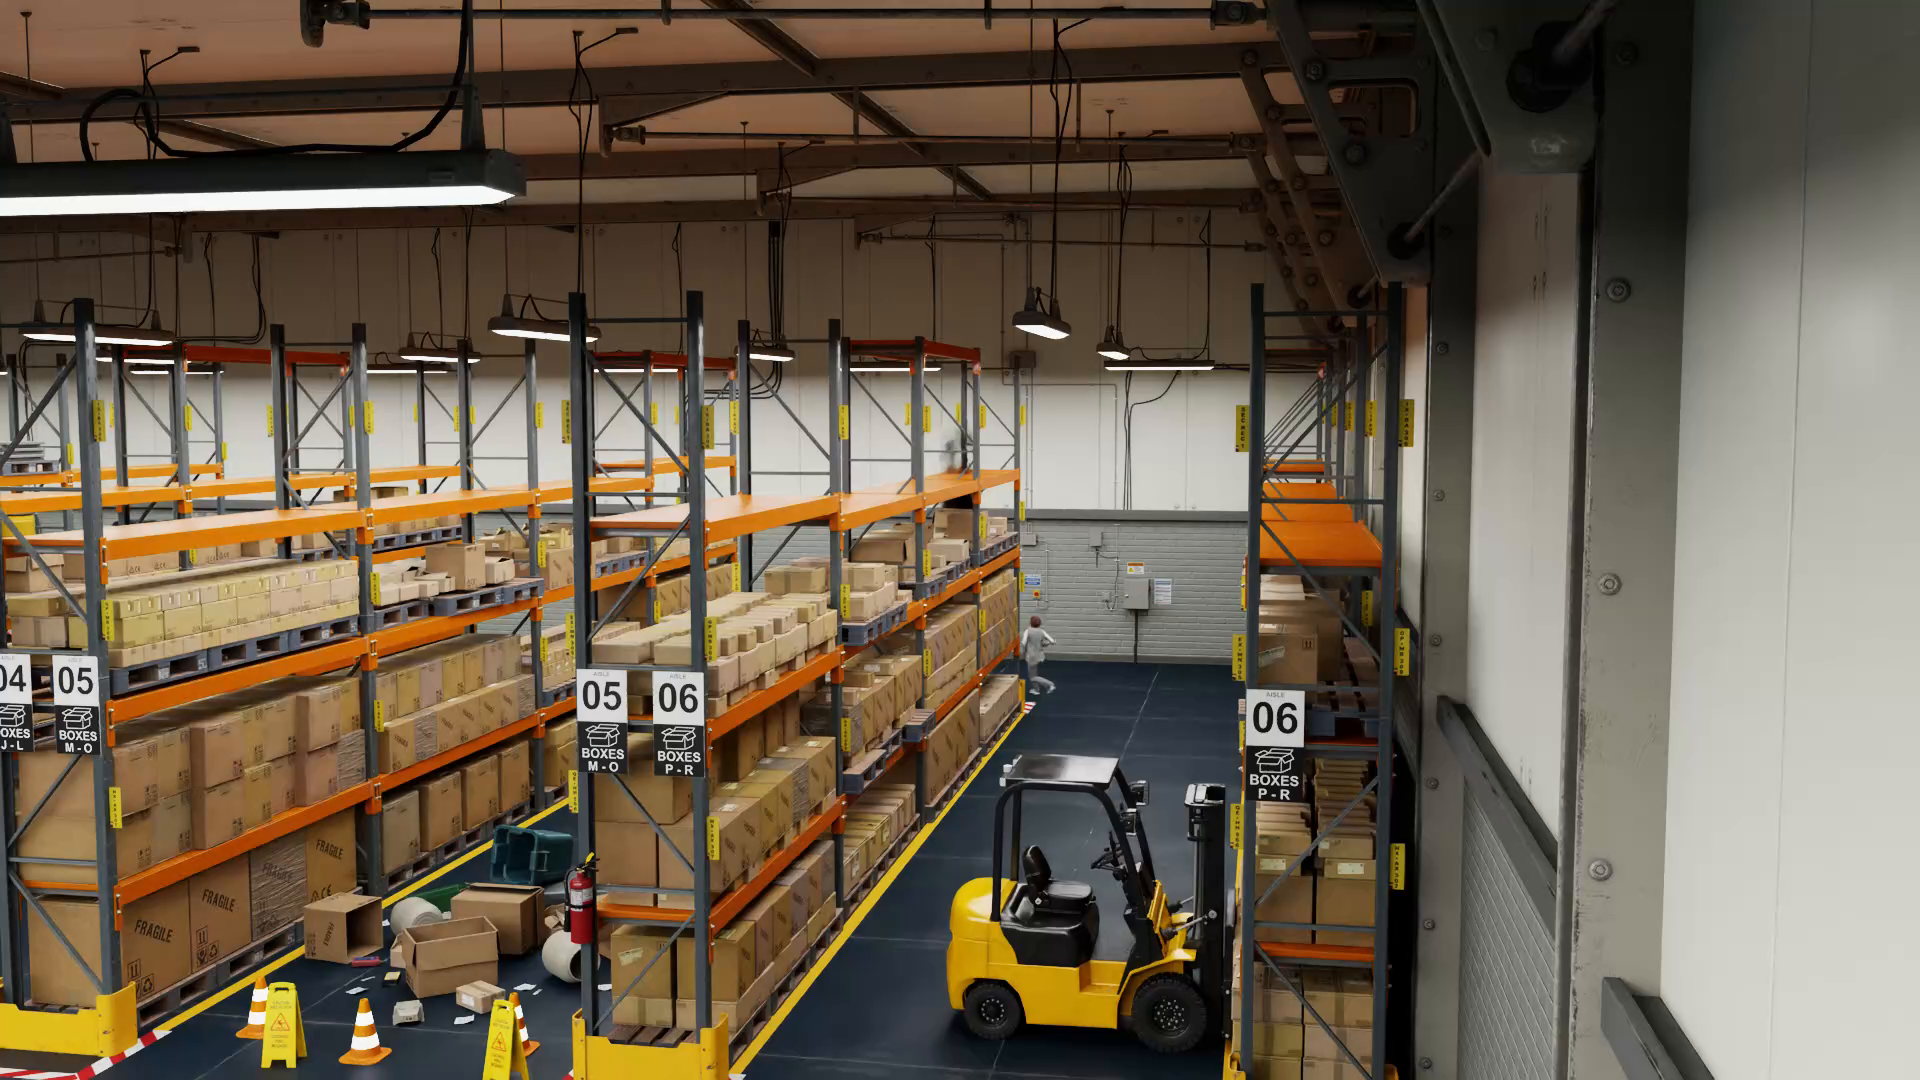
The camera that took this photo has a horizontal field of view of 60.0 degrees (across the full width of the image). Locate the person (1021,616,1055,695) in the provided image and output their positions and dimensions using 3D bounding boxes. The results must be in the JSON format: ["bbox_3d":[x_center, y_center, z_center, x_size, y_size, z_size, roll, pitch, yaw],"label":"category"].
[{"bbox_3d":[1.339,2.069,29.429,0.577,1.468,0.862,-4,6,-39],"label":"person"}]
